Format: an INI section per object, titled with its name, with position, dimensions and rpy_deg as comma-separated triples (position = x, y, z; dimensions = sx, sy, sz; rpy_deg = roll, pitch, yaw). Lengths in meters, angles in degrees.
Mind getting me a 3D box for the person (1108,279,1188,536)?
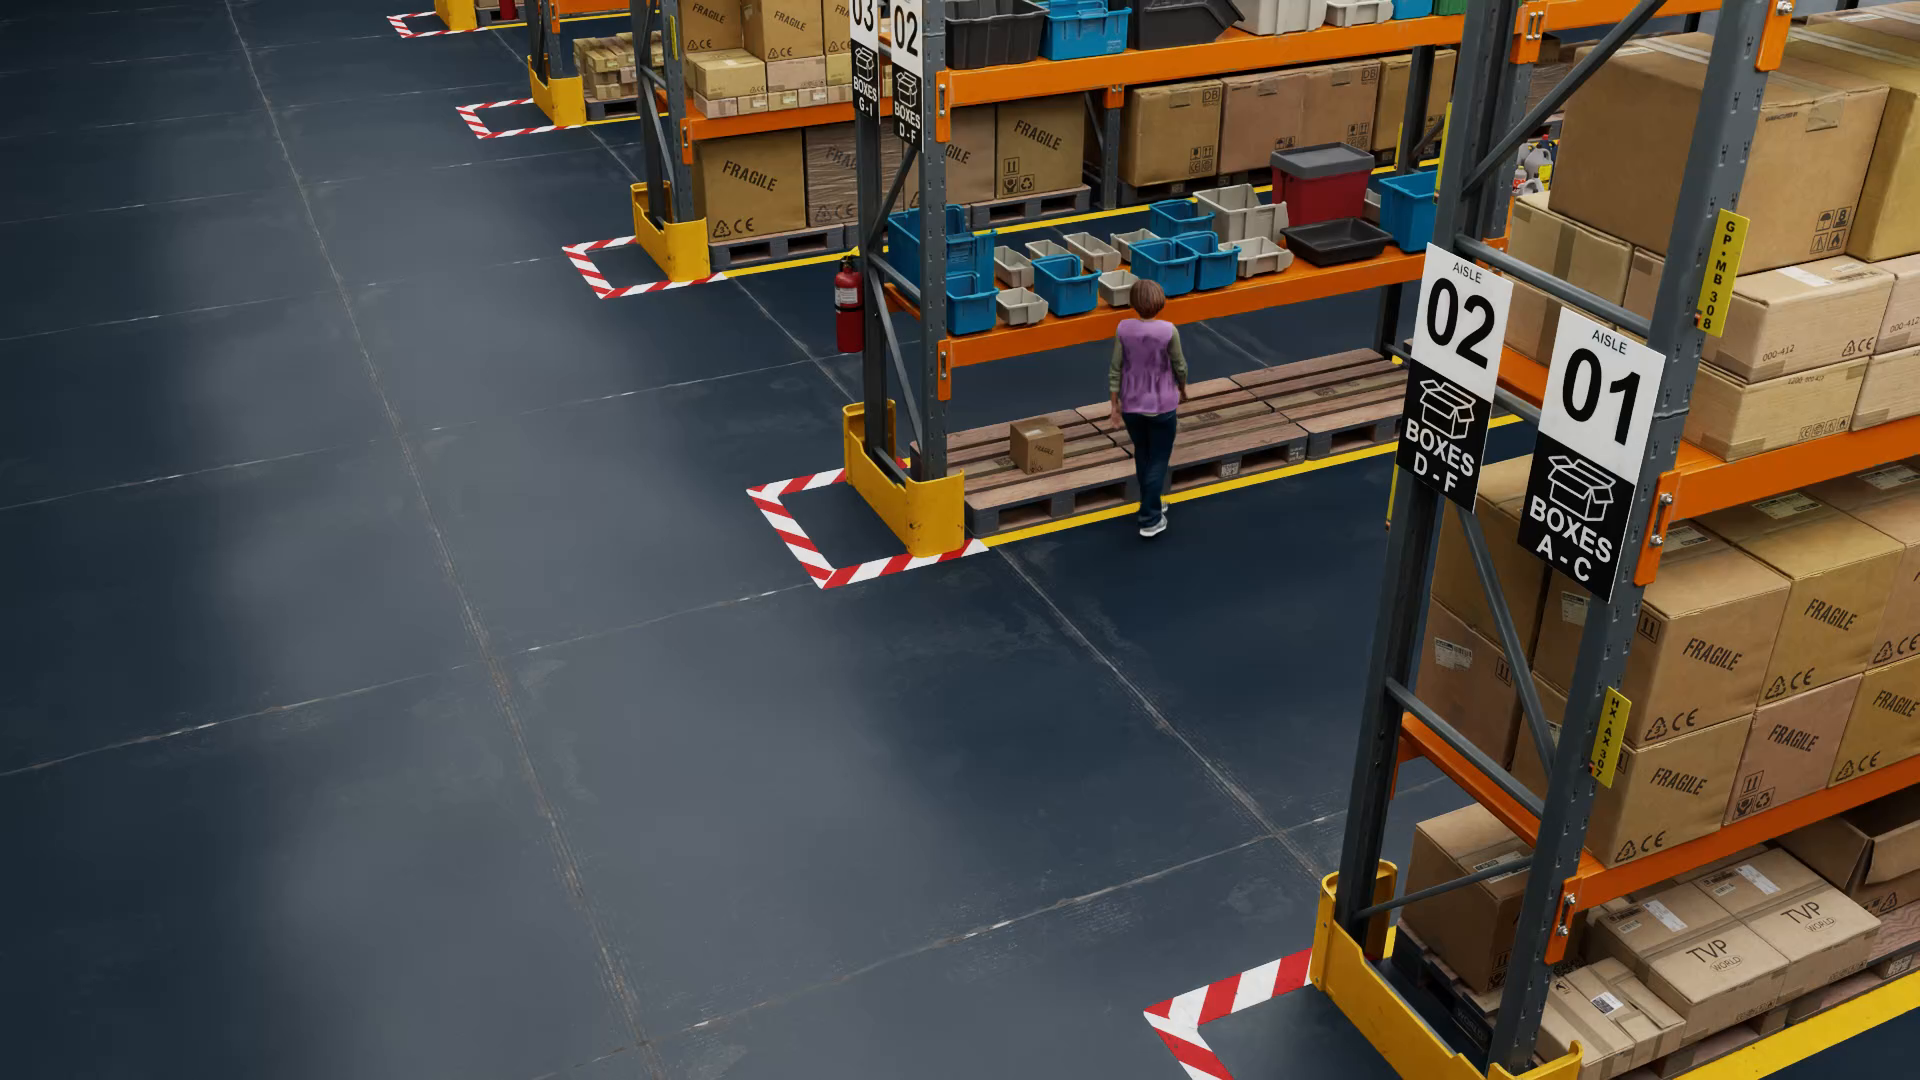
[person]
position = 1.120, -0.806, 9.844
dimensions = 0.440, 1.613, 0.539
rpy_deg = 11, 32, 19
